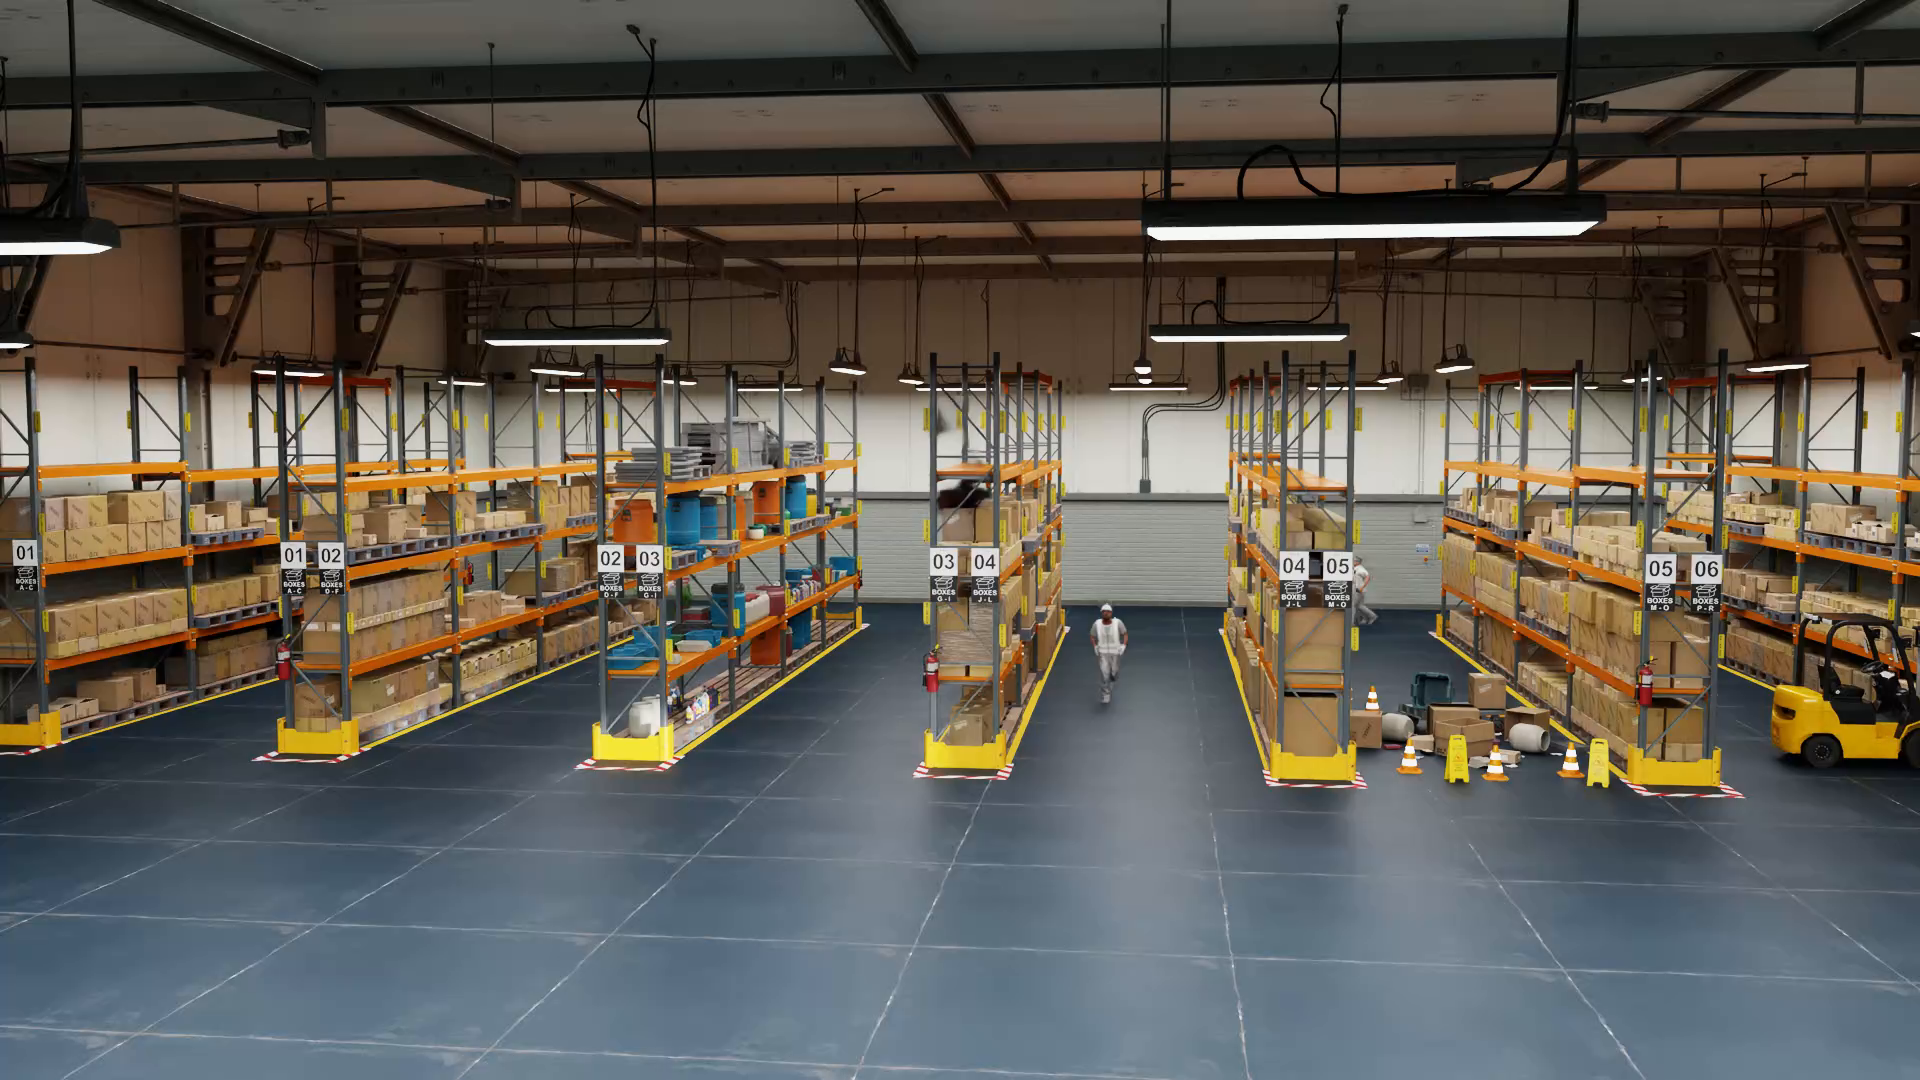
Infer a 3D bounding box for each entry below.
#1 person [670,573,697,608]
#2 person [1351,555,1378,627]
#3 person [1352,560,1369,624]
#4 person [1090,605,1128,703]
[{"bbox_3d":[-6.990,1.169,41.836,0.702,1.837,0.775,2,5,27],"label":"person"},{"bbox_3d":[9.681,1.242,40.342,0.943,1.776,0.674,1,4,8],"label":"person"},{"bbox_3d":[9.748,1.250,41.033,0.765,1.645,0.641,-1,4,-7],"label":"person"},{"bbox_3d":[2.668,2.024,29.869,0.685,1.756,0.679,0,4,6],"label":"person"}]
